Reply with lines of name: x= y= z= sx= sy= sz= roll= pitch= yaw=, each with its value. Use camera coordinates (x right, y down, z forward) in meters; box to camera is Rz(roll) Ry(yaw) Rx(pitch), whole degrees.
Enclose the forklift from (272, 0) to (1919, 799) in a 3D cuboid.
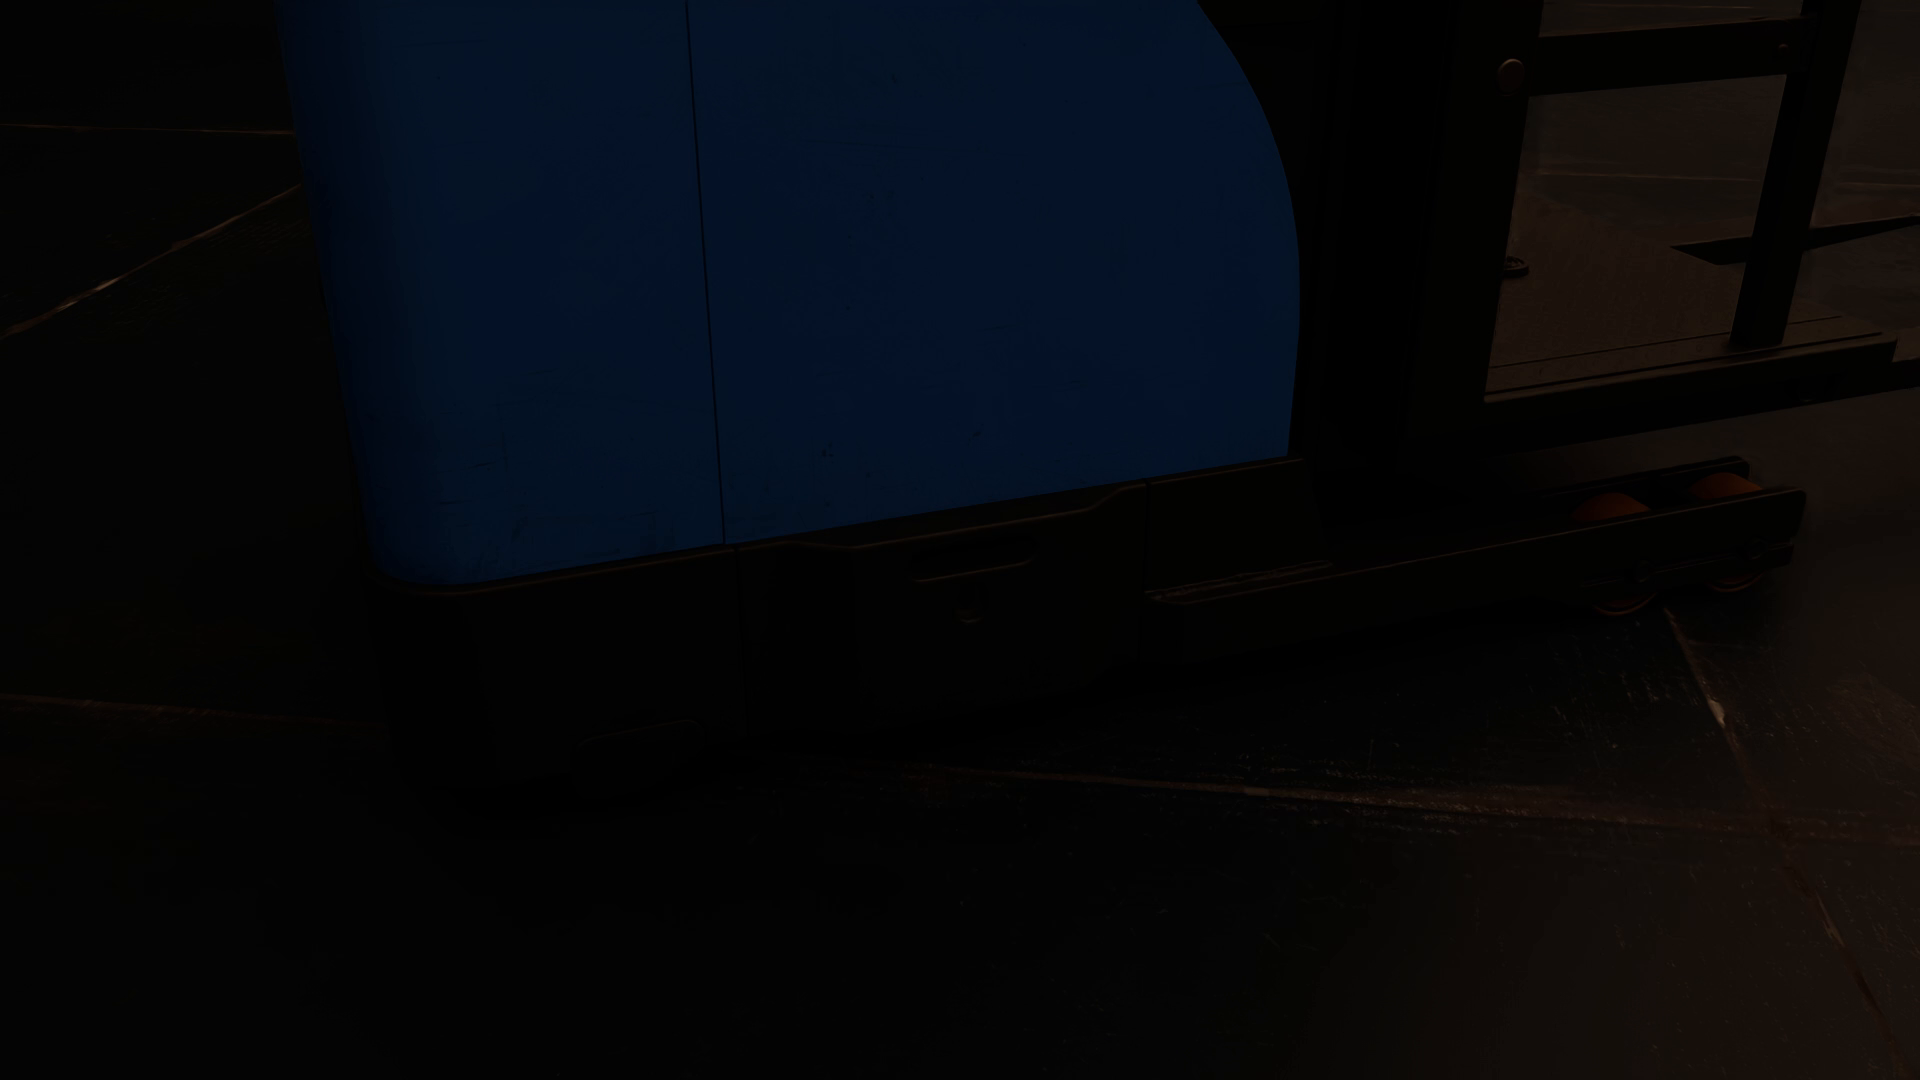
forklift: x=0.643 y=-1.418 z=2.059 sx=3.031 sy=2.935 sz=1.130 roll=-9 pitch=28 yaw=-18
